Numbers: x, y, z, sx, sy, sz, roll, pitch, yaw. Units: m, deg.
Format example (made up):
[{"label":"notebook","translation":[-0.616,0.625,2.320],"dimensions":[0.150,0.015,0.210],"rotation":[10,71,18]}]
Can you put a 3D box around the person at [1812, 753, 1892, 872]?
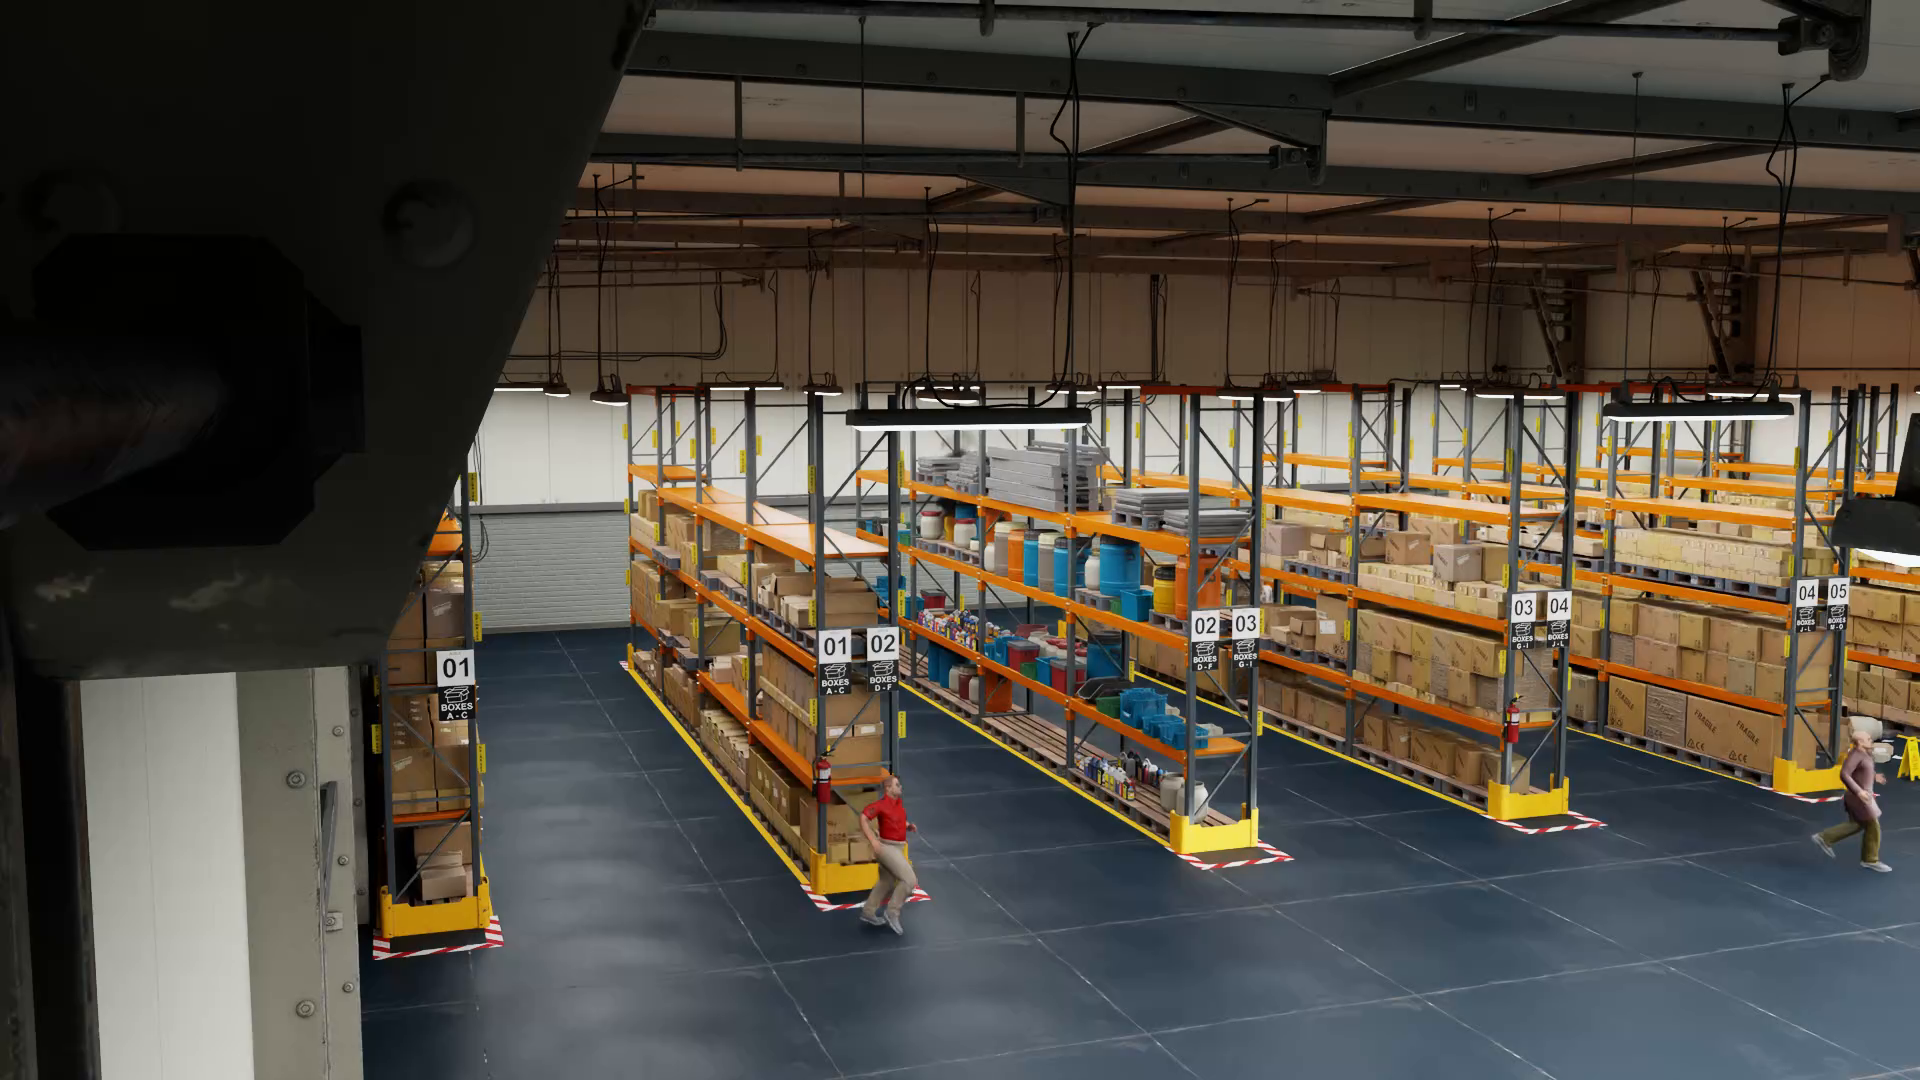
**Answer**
[{"label":"person","translation":[11.345,3.406,21.104],"dimensions":[0.924,1.533,0.613],"rotation":[3,6,24]}]

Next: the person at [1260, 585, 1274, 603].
[{"label":"person","translation":[6.711,1.740,37.176],"dimensions":[0.728,1.540,0.610],"rotation":[-1,6,-10]}]

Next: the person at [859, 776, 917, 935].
[{"label":"person","translation":[-0.805,3.545,18.873],"dimensions":[0.662,1.740,0.654],"rotation":[1,6,9]}]
